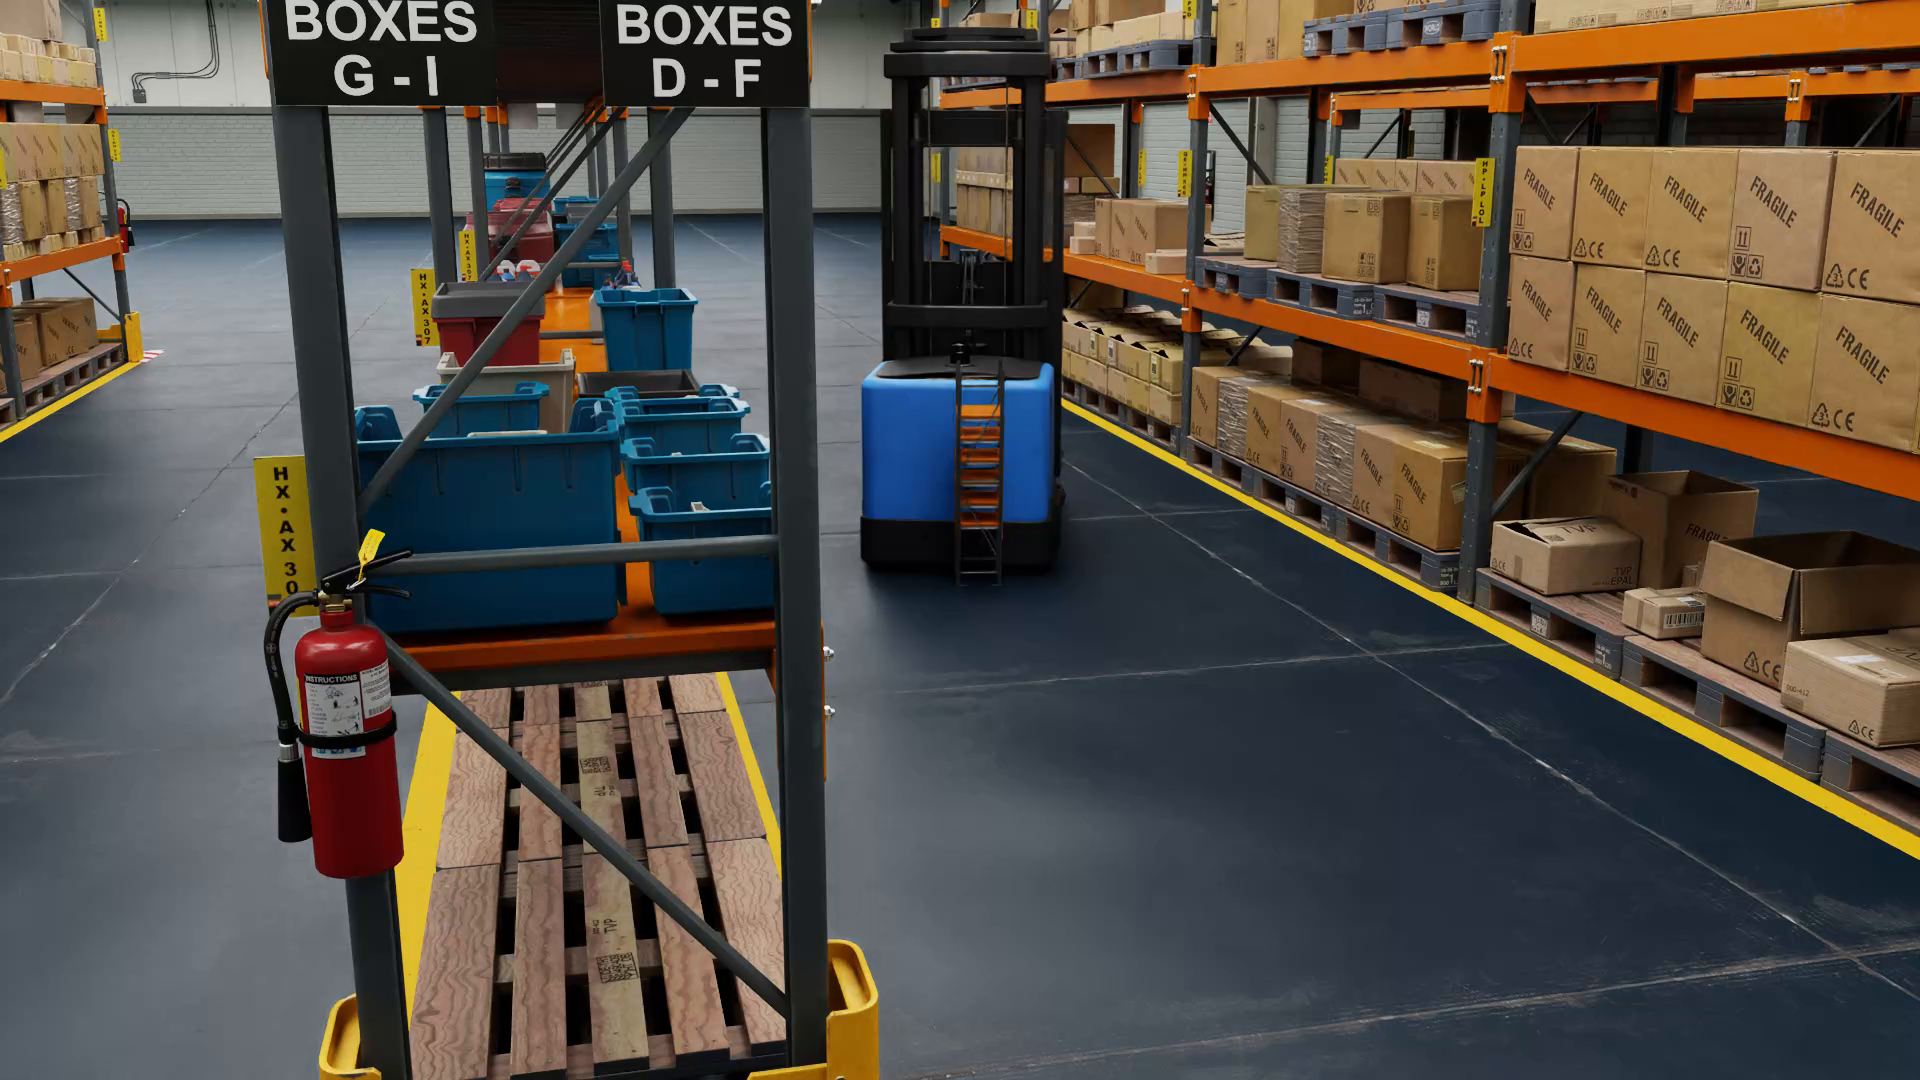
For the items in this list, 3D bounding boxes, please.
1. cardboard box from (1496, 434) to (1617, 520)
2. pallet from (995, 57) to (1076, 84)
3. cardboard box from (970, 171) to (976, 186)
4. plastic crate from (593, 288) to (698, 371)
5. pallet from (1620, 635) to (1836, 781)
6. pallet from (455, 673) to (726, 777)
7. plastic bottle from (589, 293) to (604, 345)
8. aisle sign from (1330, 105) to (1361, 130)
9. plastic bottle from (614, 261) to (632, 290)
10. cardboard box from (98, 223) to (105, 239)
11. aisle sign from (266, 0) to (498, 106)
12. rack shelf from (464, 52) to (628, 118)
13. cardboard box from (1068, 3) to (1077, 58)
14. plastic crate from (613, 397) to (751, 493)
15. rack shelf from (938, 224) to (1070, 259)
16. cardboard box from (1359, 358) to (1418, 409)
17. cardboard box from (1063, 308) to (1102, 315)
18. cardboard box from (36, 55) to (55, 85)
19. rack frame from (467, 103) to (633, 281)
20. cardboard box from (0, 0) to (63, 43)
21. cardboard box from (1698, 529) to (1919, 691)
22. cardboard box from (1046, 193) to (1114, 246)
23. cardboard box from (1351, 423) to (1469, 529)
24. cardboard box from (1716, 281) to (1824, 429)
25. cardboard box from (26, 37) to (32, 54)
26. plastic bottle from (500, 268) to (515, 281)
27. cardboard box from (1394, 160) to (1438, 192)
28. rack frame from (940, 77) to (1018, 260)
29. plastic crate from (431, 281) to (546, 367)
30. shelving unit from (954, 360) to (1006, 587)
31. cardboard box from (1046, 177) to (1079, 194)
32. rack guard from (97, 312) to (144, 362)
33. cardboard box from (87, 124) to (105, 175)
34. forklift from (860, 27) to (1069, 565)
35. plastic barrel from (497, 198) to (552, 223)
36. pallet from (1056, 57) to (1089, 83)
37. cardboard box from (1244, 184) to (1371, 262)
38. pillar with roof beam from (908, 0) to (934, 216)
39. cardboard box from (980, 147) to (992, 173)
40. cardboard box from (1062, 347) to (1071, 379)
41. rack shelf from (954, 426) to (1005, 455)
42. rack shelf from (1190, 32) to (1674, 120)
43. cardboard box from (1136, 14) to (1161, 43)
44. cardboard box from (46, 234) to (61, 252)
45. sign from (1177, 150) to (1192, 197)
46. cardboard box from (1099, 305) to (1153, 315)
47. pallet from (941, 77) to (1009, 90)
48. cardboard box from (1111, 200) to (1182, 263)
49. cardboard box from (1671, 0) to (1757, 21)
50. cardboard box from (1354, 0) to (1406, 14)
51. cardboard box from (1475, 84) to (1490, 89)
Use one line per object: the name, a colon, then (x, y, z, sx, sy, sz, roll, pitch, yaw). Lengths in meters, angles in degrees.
cardboard box: (3.204, -0.283, 9.104, 0.500, 0.500, 0.500, -4, 14, -16)
pallet: (0.977, -4.613, 16.356, 1.003, 0.211, 1.213, -3, 14, -13)
cardboard box: (0.325, -4.011, 18.447, 0.380, 0.149, 0.250, -4, 14, -14)
plastic crate: (-1.293, -0.816, 6.853, 0.392, 0.384, 0.575, -3, 14, -13)
pallet: (3.531, 0.637, 6.875, 1.003, 0.211, 1.213, -3, 14, -13)
pallet: (-1.524, 0.639, 6.866, 1.003, 0.211, 1.213, -3, 14, -13)
plastic bottle: (-1.838, -1.156, 8.599, 0.152, 0.276, 0.135, -3, 14, -13)
aisle sign: (4.769, -5.466, 20.503, 0.394, 0.787, 0.004, -3, 14, -13)
plastic bottle: (-1.899, -1.410, 9.480, 0.144, 0.351, 0.185, -3, 14, -13)
cardboard box: (-9.100, -3.199, 17.230, 0.380, 0.149, 0.250, -3, 14, -13)
aisle sign: (-1.063, -1.190, 3.001, 0.394, 0.787, 0.004, -3, 14, -13)
rack shelf: (-2.204, -2.452, 8.839, 1.077, 0.370, 4.000, -3, 14, -13)
cardboard box: (1.340, -4.912, 16.003, 0.500, 0.500, 0.500, -2, 14, -9)
plastic crate: (-0.842, -0.287, 5.008, 0.416, 0.233, 0.300, -3, 14, -13)
rack shelf: (0.732, -3.116, 17.875, 1.077, 0.370, 4.000, -3, 14, -13)
cardboard box: (2.851, -0.993, 10.433, 0.500, 0.250, 0.500, -4, 14, -14)
cardboard box: (1.057, -2.035, 15.664, 0.500, 0.311, 0.500, -3, 14, -13)
cardboard box: (-8.652, -4.313, 15.256, 0.500, 0.250, 0.500, -4, 14, -14)
rack frame: (-2.674, -1.806, 10.998, 1.000, 3.000, 0.127, -3, 14, -13)
cardboard box: (-8.757, -4.925, 15.554, 0.500, 0.500, 0.500, -3, 14, -13)
cardboard box: (3.527, 0.274, 6.819, 0.797, 0.503, 0.637, -3, 14, -13)
cardboard box: (1.092, -3.154, 16.307, 0.700, 0.500, 0.500, -4, 14, -15)
cardboard box: (2.579, -0.370, 9.461, 0.500, 0.500, 0.500, -3, 14, -13)
cardboard box: (3.295, -0.723, 6.357, 0.500, 0.500, 0.500, -3, 14, -14)
cardboard box: (-8.547, -4.421, 14.859, 0.380, 0.149, 0.250, -4, 14, -14)
plastic bottle: (-2.718, -1.494, 9.992, 0.097, 0.271, 0.097, 0, 14, 0)
cardboard box: (5.251, -4.025, 18.776, 0.500, 0.500, 0.500, -3, 14, -11)
rack frame: (0.263, -3.927, 19.679, 1.000, 3.000, 0.127, -3, 14, -13)
plastic crate: (-1.769, -0.723, 6.306, 0.402, 0.464, 0.583, -3, 14, -13)
shelving unit: (0.101, -0.341, 8.760, 0.258, 1.200, 0.189, -1, 23, -2)
cardboard box: (0.930, -3.418, 16.021, 0.380, 0.149, 0.250, -3, 14, -13)
rack guard: (-9.349, -2.143, 17.647, 1.175, 0.500, 0.348, -3, 14, -13)
cardboard box: (-8.998, -3.941, 16.793, 0.500, 0.500, 0.500, -3, 14, -13)
forklift: (0.099, -1.582, 10.228, 1.130, 2.935, 3.031, 1, 14, 5)
plastic barrel: (-3.602, -2.562, 13.805, 0.433, 0.535, 0.433, 0, 14, 0)
pallet: (1.422, -4.165, 14.738, 0.805, 0.209, 1.217, -4, 14, -15)
cardboard box: (2.399, -2.195, 11.494, 0.700, 0.500, 0.500, -9, 16, -32)
pillar with roof beam: (-5.148, -13.685, 46.982, 9.100, 9.000, 0.548, -3, 14, -13)
cardboard box: (0.620, -4.247, 18.048, 0.700, 0.500, 0.500, -3, 14, -13)
cardboard box: (1.175, -1.647, 15.258, 0.500, 0.250, 0.500, -3, 14, -12)
rack shelf: (0.102, -0.522, 8.685, 0.258, 0.103, 0.180, -1, 23, -2)
rack shelf: (2.611, -2.727, 9.965, 1.077, 0.370, 4.000, -3, 14, -13)
cardboard box: (1.716, -4.023, 13.186, 0.500, 0.250, 0.500, -4, 14, -14)
cardboard box: (-8.551, -2.742, 15.360, 0.380, 0.149, 0.250, -3, 14, -13)
sign: (1.603, -2.612, 11.857, 0.100, 0.325, 0.005, -3, 14, -13)
cardboard box: (1.576, -2.067, 15.794, 0.500, 0.311, 0.500, -3, 14, -13)
pallet: (0.404, -5.176, 18.659, 1.003, 0.211, 1.213, -3, 14, -13)
cardboard box: (1.608, -2.637, 14.190, 0.500, 0.500, 0.500, -3, 14, -13)
cardboard box: (3.184, -2.186, 6.548, 0.500, 0.250, 0.500, -3, 14, -13)
cardboard box: (2.718, -3.344, 9.669, 0.600, 0.600, 0.600, -4, 14, -15)
cardboard box: (5.657, -4.899, 17.088, 0.500, 0.500, 0.500, -3, 14, -12)
